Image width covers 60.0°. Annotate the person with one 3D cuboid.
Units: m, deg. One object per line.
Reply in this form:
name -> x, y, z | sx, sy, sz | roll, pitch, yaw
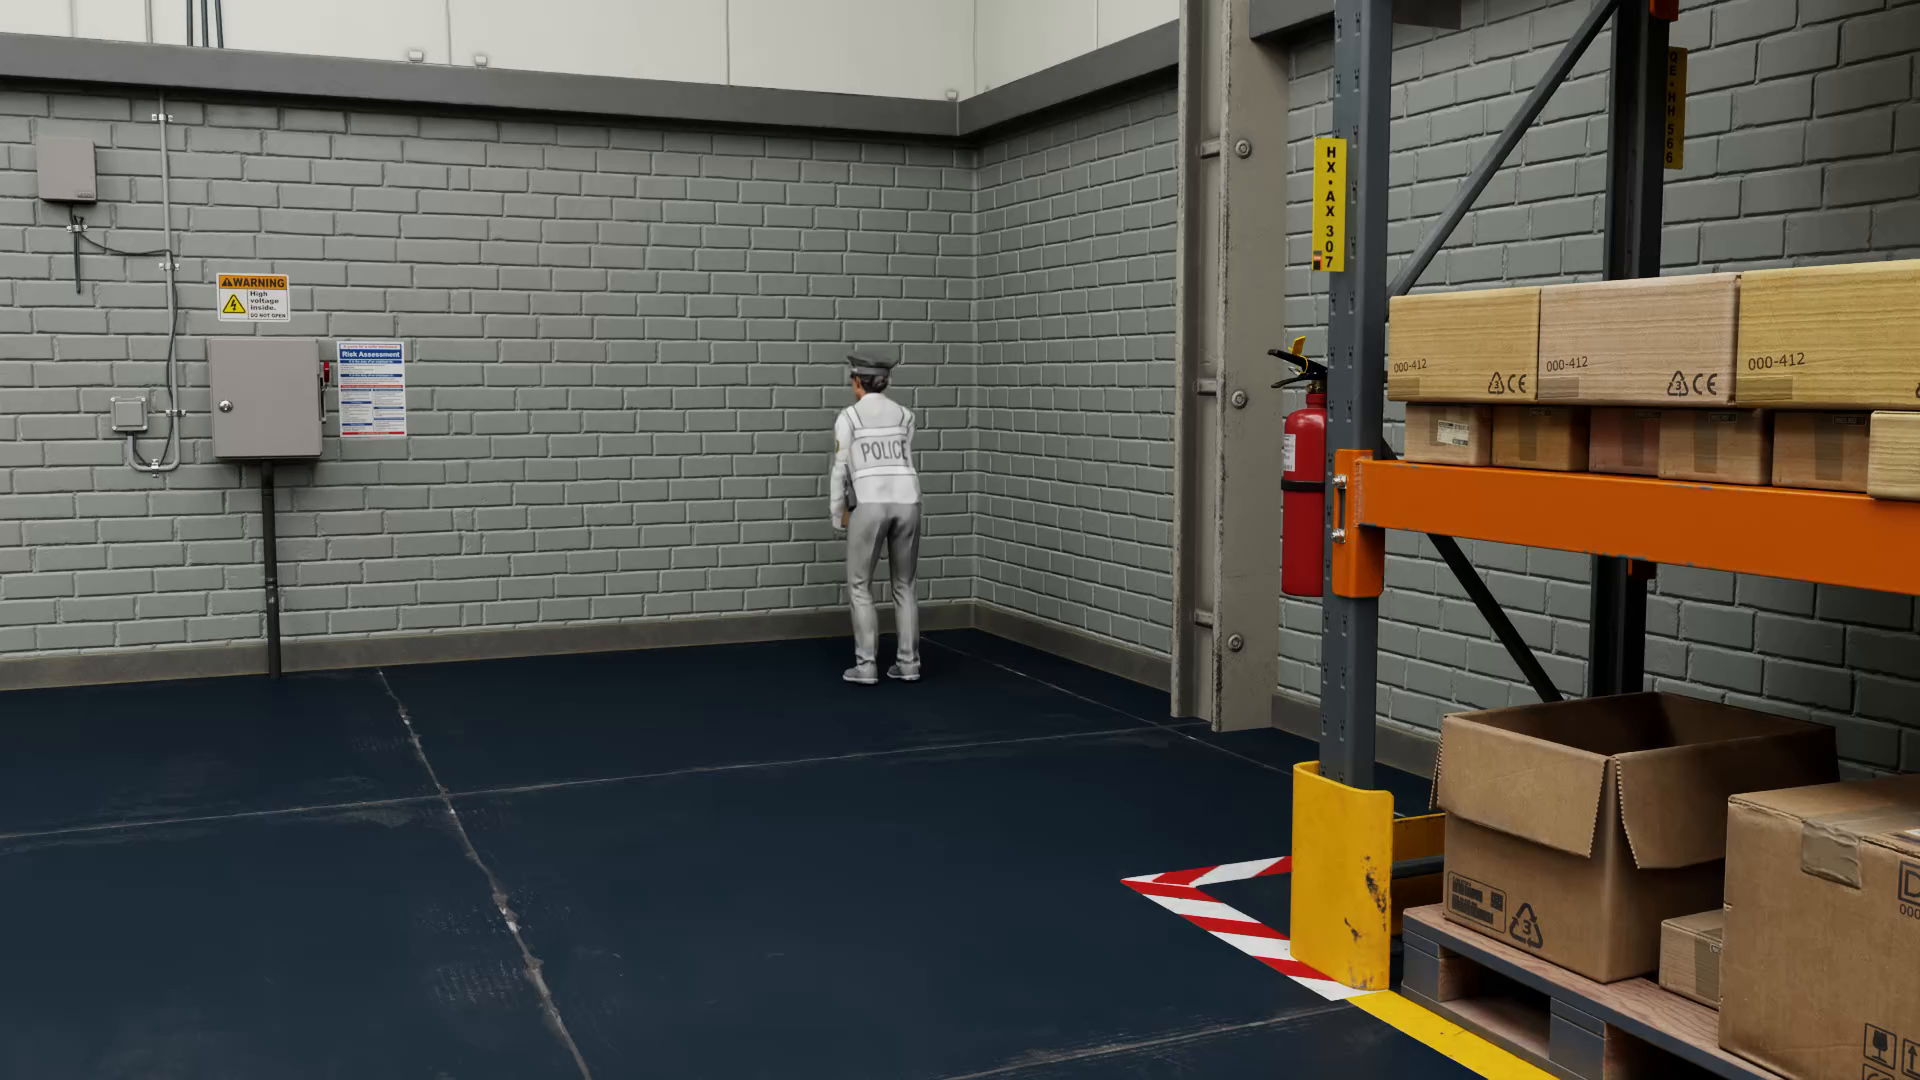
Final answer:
person -> -0.430, -0.115, 8.325 | 0.413, 1.648, 0.549 | -3, 6, -25
